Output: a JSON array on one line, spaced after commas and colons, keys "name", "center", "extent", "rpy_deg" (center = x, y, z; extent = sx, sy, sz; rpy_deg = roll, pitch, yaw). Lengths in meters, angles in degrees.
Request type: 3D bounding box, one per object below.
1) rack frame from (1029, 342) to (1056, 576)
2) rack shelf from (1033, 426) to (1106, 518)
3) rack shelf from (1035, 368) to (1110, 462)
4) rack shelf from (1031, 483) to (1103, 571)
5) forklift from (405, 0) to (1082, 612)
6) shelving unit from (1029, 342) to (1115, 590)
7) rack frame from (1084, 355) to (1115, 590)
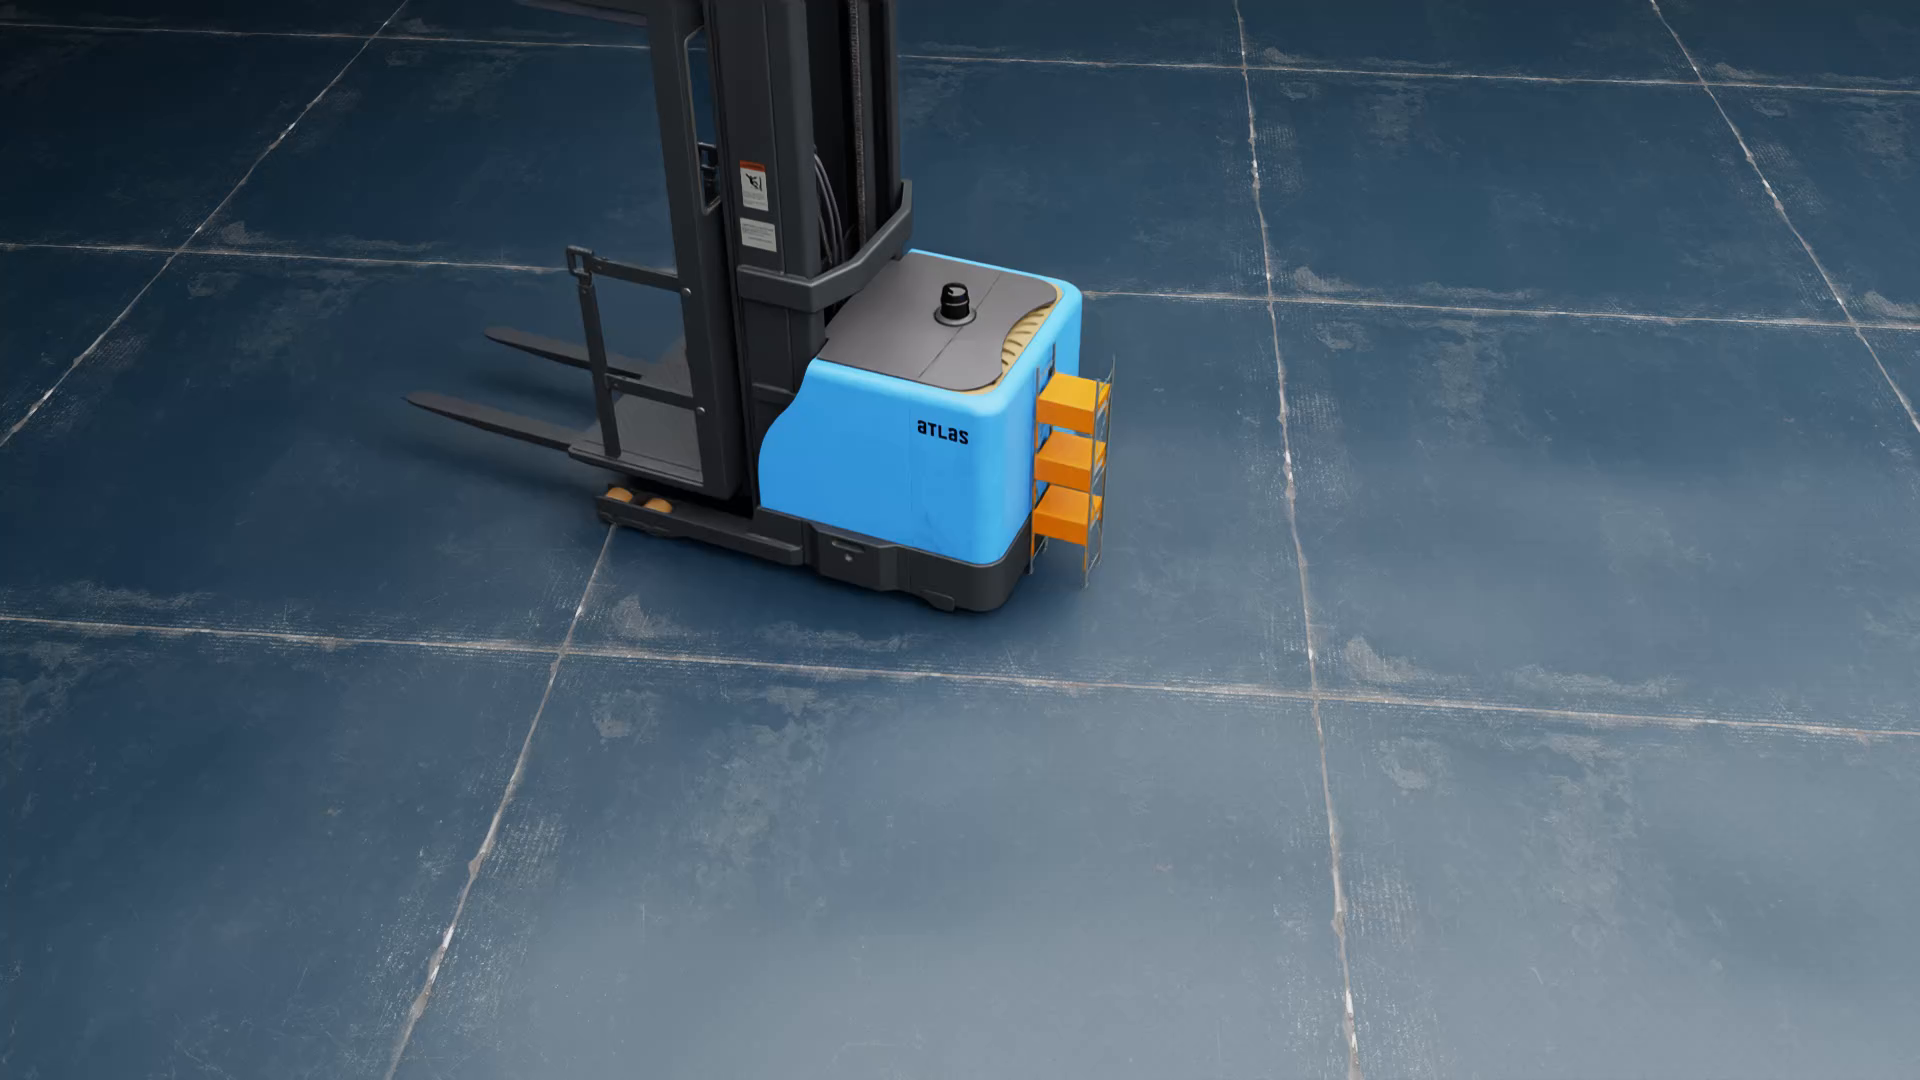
[{"name": "rack frame", "center": [0.337, -0.315, 6.805], "extent": [0.008, 1.050, 0.200], "rpy_deg": [15, 41, 17]}, {"name": "rack shelf", "center": [0.450, -0.277, 6.775], "extent": [0.240, 0.259, 0.215], "rpy_deg": [15, 41, 17]}, {"name": "rack shelf", "center": [0.450, -0.497, 6.596], "extent": [0.240, 0.259, 0.215], "rpy_deg": [15, 41, 17]}, {"name": "rack shelf", "center": [0.450, -0.061, 6.950], "extent": [0.240, 0.259, 0.215], "rpy_deg": [15, 41, 17]}, {"name": "forklift", "center": [-1.049, -1.444, 6.702], "extent": [3.031, 2.935, 1.130], "rpy_deg": [15, 41, 18]}, {"name": "shelving unit", "center": [0.450, -0.285, 6.768], "extent": [0.252, 1.050, 0.215], "rpy_deg": [15, 41, 17]}, {"name": "rack frame", "center": [0.562, -0.255, 6.732], "extent": [0.008, 1.050, 0.200], "rpy_deg": [15, 41, 17]}]
